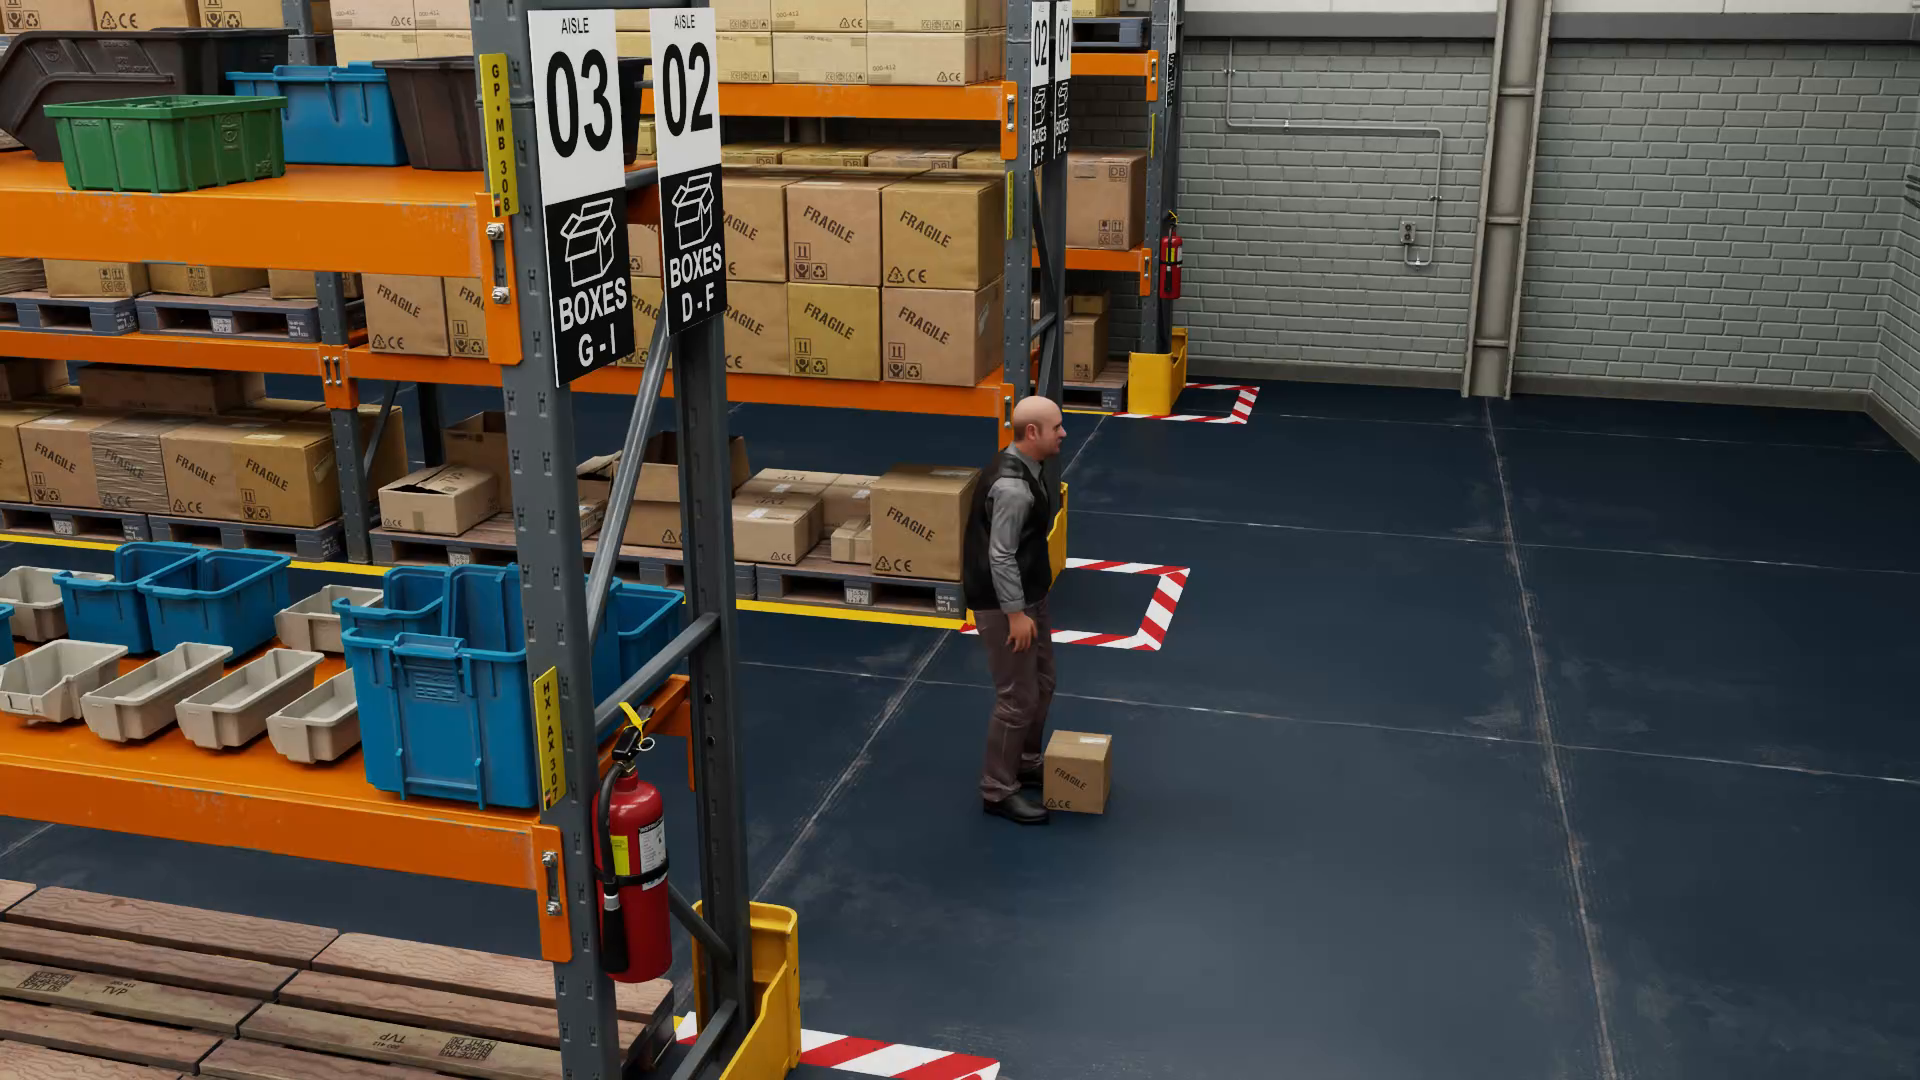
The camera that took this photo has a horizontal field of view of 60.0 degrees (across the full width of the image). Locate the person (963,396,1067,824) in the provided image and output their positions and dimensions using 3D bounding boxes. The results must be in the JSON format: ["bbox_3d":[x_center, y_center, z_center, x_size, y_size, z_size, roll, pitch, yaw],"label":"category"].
[{"bbox_3d":[0.248,0.254,6.817,0.469,1.721,0.594,3,18,10],"label":"person"}]
